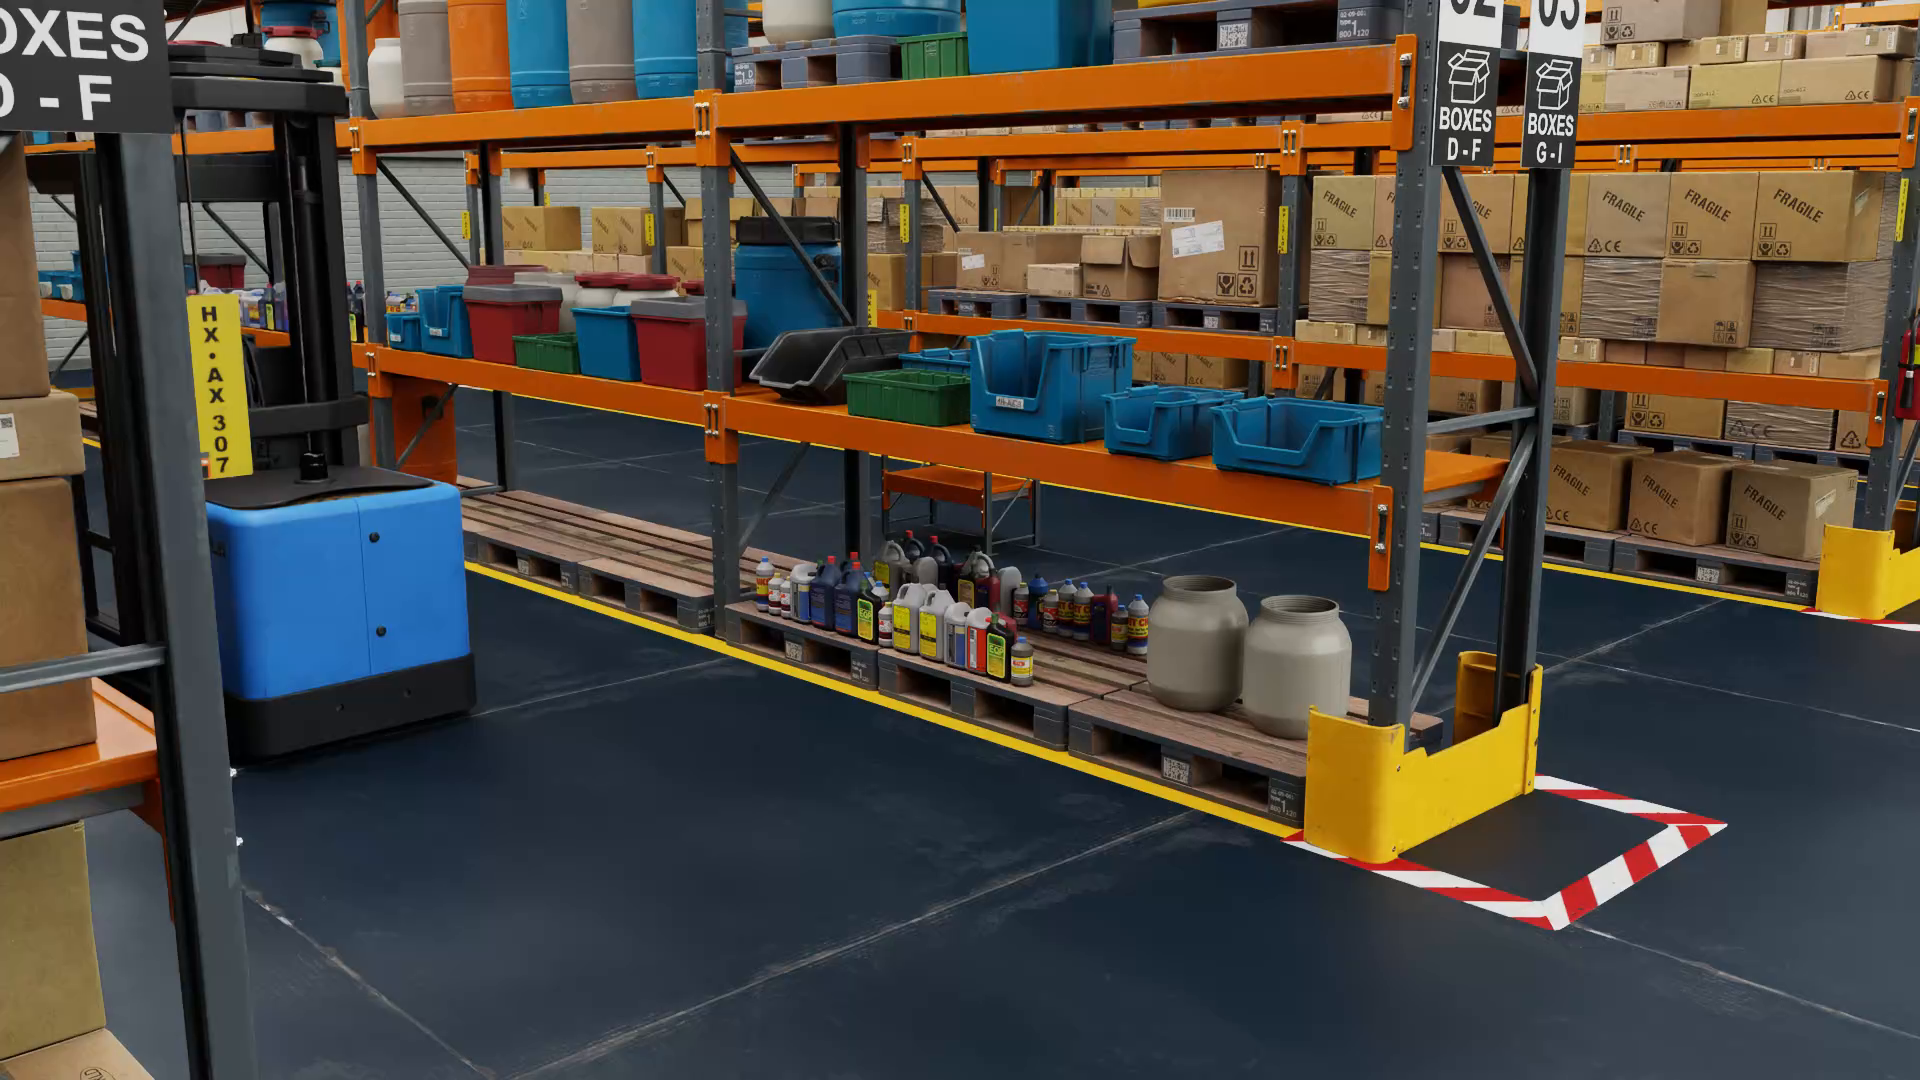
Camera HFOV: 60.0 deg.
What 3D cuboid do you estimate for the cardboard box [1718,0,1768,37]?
[{"bbox_3d":[4.609,-3.276,10.221,0.500,0.500,0.500,-11,16,-43],"label":"cardboard box"}]

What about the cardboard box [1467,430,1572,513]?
[{"bbox_3d":[3.811,-0.452,11.326,0.500,0.500,0.500,10,15,40],"label":"cardboard box"}]

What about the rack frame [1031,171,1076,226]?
[{"bbox_3d":[1.557,-4.829,27.417,1.000,3.000,0.127,-11,16,-43],"label":"rack frame"}]

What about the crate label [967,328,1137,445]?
[{"bbox_3d":[0.390,-0.671,7.147,0.502,0.435,0.616,-11,16,-43],"label":"crate label"}]

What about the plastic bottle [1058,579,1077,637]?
[{"bbox_3d":[0.525,0.325,8.070,0.097,0.271,0.097,0,12,0],"label":"plastic bottle"}]

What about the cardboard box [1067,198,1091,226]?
[{"bbox_3d":[2.045,-5.184,26.412,0.500,0.500,0.500,11,16,44],"label":"cardboard box"}]

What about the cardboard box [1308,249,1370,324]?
[{"bbox_3d":[2.943,-1.817,11.813,0.875,0.500,0.500,-11,16,-43],"label":"cardboard box"}]

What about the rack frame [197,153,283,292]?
[{"bbox_3d":[-6.430,-2.174,14.531,1.000,3.000,0.127,-11,16,-43],"label":"rack frame"}]

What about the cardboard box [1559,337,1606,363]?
[{"bbox_3d":[3.981,-1.207,10.459,0.380,0.149,0.250,-11,16,-43],"label":"cardboard box"}]

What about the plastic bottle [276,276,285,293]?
[{"bbox_3d":[-5.663,-2.041,14.008,0.144,0.351,0.185,-11,16,-43],"label":"plastic bottle"}]

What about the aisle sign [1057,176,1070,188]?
[{"bbox_3d":[1.732,-6.156,27.415,0.394,0.787,0.004,-11,16,-43],"label":"aisle sign"}]

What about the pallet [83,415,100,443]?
[{"bbox_3d":[-7.813,-1.088,16.171,1.003,0.211,1.213,-11,16,-43],"label":"pallet"}]

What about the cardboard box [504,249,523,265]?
[{"bbox_3d":[-5.110,-3.338,19.813,0.500,0.250,0.500,-11,16,-43],"label":"cardboard box"}]

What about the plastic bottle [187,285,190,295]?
[{"bbox_3d":[-6.485,-2.004,13.994,0.061,0.283,0.133,-11,16,-43],"label":"plastic bottle"}]

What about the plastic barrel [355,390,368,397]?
[{"bbox_3d":[-4.798,-0.849,13.033,0.600,0.588,0.708,-11,16,-43],"label":"plastic barrel"}]

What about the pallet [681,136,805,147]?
[{"bbox_3d":[-2.179,-4.113,16.981,1.217,0.209,0.805,11,16,43],"label":"pallet"}]

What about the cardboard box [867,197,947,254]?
[{"bbox_3d":[-0.579,-2.930,15.465,0.797,0.503,0.637,-10,15,-41],"label":"cardboard box"}]

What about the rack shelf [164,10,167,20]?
[{"bbox_3d":[-3.109,-1.142,3.869,1.077,0.370,4.000,-11,16,-43],"label":"rack shelf"}]

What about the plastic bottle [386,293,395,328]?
[{"bbox_3d":[-4.431,-1.791,12.991,0.097,0.271,0.097,0,12,0],"label":"plastic bottle"}]

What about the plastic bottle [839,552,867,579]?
[{"bbox_3d":[-0.544,0.231,8.331,0.144,0.351,0.185,-11,16,-43],"label":"plastic bottle"}]

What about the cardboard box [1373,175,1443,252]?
[{"bbox_3d":[3.150,-2.207,11.229,0.500,0.500,0.500,-11,16,-43],"label":"cardboard box"}]

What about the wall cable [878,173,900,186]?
[{"bbox_3d":[-1.336,-6.346,32.261,0.588,1.984,0.122,-11,16,-43],"label":"wall cable"}]

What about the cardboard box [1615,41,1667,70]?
[{"bbox_3d":[4.129,-2.892,9.965,0.250,0.149,0.380,11,16,42],"label":"cardboard box"}]

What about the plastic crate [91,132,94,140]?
[{"bbox_3d":[-7.584,-3.647,14.898,0.293,0.136,0.466,-11,16,-43],"label":"plastic crate"}]

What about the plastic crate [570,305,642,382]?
[{"bbox_3d":[-1.892,-1.116,9.436,0.392,0.384,0.575,-11,16,-43],"label":"plastic crate"}]

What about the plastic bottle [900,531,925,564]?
[{"bbox_3d":[-0.252,0.129,8.825,0.185,0.351,0.144,11,16,44],"label":"plastic bottle"}]

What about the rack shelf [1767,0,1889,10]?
[{"bbox_3d":[7.715,-4.471,13.588,1.077,0.370,4.000,-11,16,-43],"label":"rack shelf"}]

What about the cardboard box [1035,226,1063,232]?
[{"bbox_3d":[1.121,-3.716,20.120,0.380,0.149,0.250,-11,16,-42],"label":"cardboard box"}]

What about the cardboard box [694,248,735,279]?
[{"bbox_3d":[-2.363,-2.738,17.020,0.500,0.500,0.500,-11,16,-42],"label":"cardboard box"}]

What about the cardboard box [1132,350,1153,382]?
[{"bbox_3d":[2.195,-2.149,19.563,0.500,0.500,0.500,11,16,43],"label":"cardboard box"}]

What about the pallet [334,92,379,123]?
[{"bbox_3d":[-4.125,-3.092,12.021,1.003,0.211,1.213,-11,16,-43],"label":"pallet"}]

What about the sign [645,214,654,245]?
[{"bbox_3d":[-3.248,-3.250,17.409,0.100,0.325,0.005,-11,16,-43],"label":"sign"}]

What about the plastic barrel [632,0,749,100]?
[{"bbox_3d":[-1.413,-2.765,8.724,0.600,0.901,0.708,-11,16,-43],"label":"plastic barrel"}]

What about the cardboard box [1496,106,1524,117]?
[{"bbox_3d":[3.507,-2.841,10.704,0.500,0.250,0.500,11,16,43],"label":"cardboard box"}]

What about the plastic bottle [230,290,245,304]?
[{"bbox_3d":[-5.746,-1.858,13.302,0.152,0.276,0.135,-11,16,-43],"label":"plastic bottle"}]

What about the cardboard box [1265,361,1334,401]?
[{"bbox_3d":[3.927,-1.959,18.023,1.050,0.750,0.750,-11,16,-43],"label":"cardboard box"}]

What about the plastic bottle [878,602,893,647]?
[{"bbox_3d":[-0.339,0.396,7.899,0.097,0.201,0.097,0,12,0],"label":"plastic bottle"}]

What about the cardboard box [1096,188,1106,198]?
[{"bbox_3d":[2.346,-5.446,26.078,0.380,0.149,0.250,-11,16,-42],"label":"cardboard box"}]

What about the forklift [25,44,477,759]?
[{"bbox_3d":[-3.583,-0.761,7.840,3.031,2.935,1.130,11,16,43],"label":"forklift"}]

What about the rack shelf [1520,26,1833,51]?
[{"bbox_3d":[8.463,-5.760,19.841,1.077,0.370,4.000,-11,16,-43],"label":"rack shelf"}]

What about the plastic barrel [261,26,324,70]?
[{"bbox_3d":[-5.001,-3.569,12.492,0.433,0.535,0.433,0,12,0],"label":"plastic barrel"}]

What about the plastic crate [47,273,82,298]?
[{"bbox_3d":[-8.805,-2.527,16.511,0.416,0.233,0.300,-11,16,-43],"label":"plastic crate"}]

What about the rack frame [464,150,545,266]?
[{"bbox_3d":[-5.610,-3.448,20.714,1.000,3.000,0.127,-11,16,-43],"label":"rack frame"}]

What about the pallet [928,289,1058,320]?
[{"bbox_3d":[0.484,-2.097,14.634,1.213,0.211,1.003,-11,16,-43],"label":"pallet"}]

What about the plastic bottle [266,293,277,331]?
[{"bbox_3d":[-5.265,-1.746,12.742,0.061,0.283,0.133,-11,16,-43],"label":"plastic bottle"}]

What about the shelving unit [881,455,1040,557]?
[{"bbox_3d":[-0.005,-0.552,11.303,0.538,1.125,1.048,-11,16,-43],"label":"shelving unit"}]

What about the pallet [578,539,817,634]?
[{"bbox_3d":[-1.476,0.250,9.675,1.003,0.211,1.213,-11,16,-43],"label":"pallet"}]

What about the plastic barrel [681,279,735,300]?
[{"bbox_3d":[-1.407,-1.243,9.676,0.433,0.535,0.433,0,12,0],"label":"plastic barrel"}]

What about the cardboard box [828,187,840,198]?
[{"bbox_3d":[-1.482,-4.634,23.006,0.500,0.500,0.500,-10,15,-41],"label":"cardboard box"}]

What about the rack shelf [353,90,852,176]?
[{"bbox_3d":[-2.286,-2.415,10.050,1.077,0.370,4.000,-11,16,-43],"label":"rack shelf"}]
